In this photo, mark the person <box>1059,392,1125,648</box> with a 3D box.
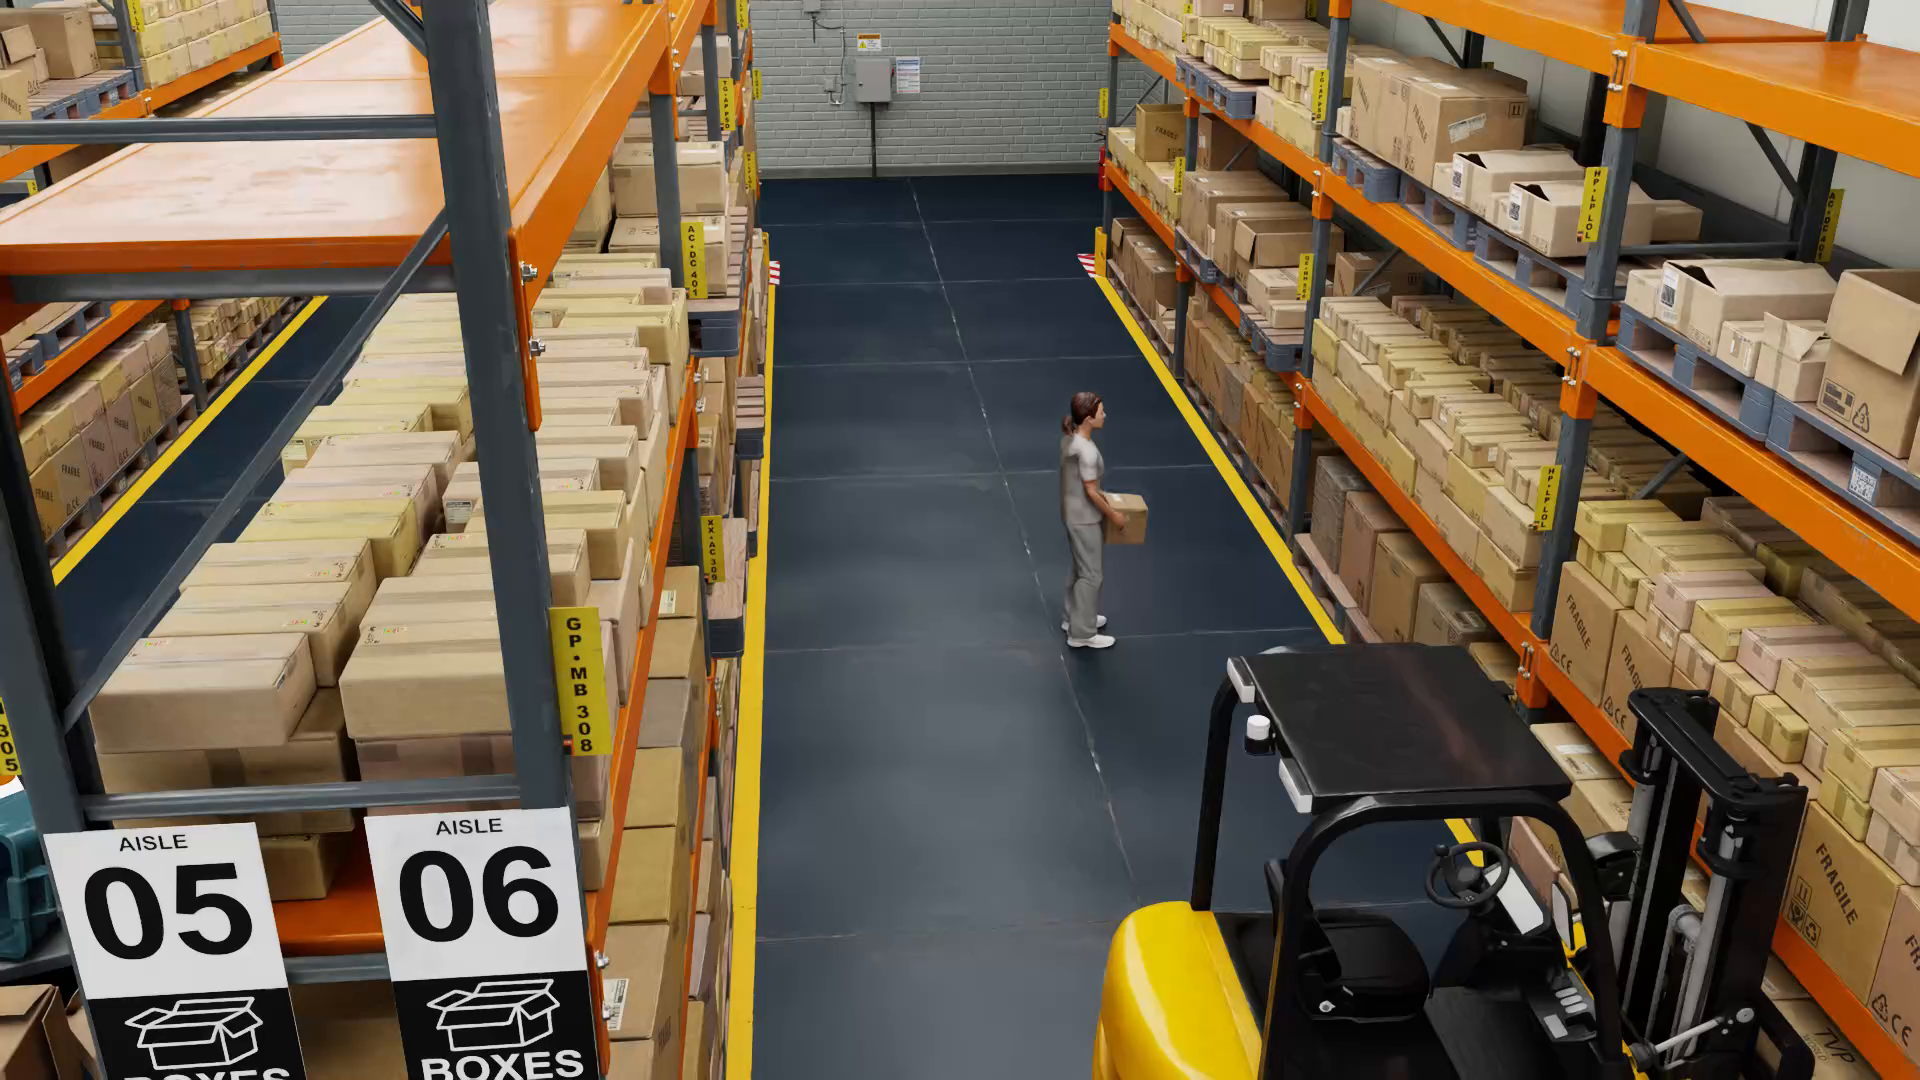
[{"bbox_3d":[0.826,-0.145,10.637,0.429,1.676,0.466,-3,24,-6],"label":"person"}]
